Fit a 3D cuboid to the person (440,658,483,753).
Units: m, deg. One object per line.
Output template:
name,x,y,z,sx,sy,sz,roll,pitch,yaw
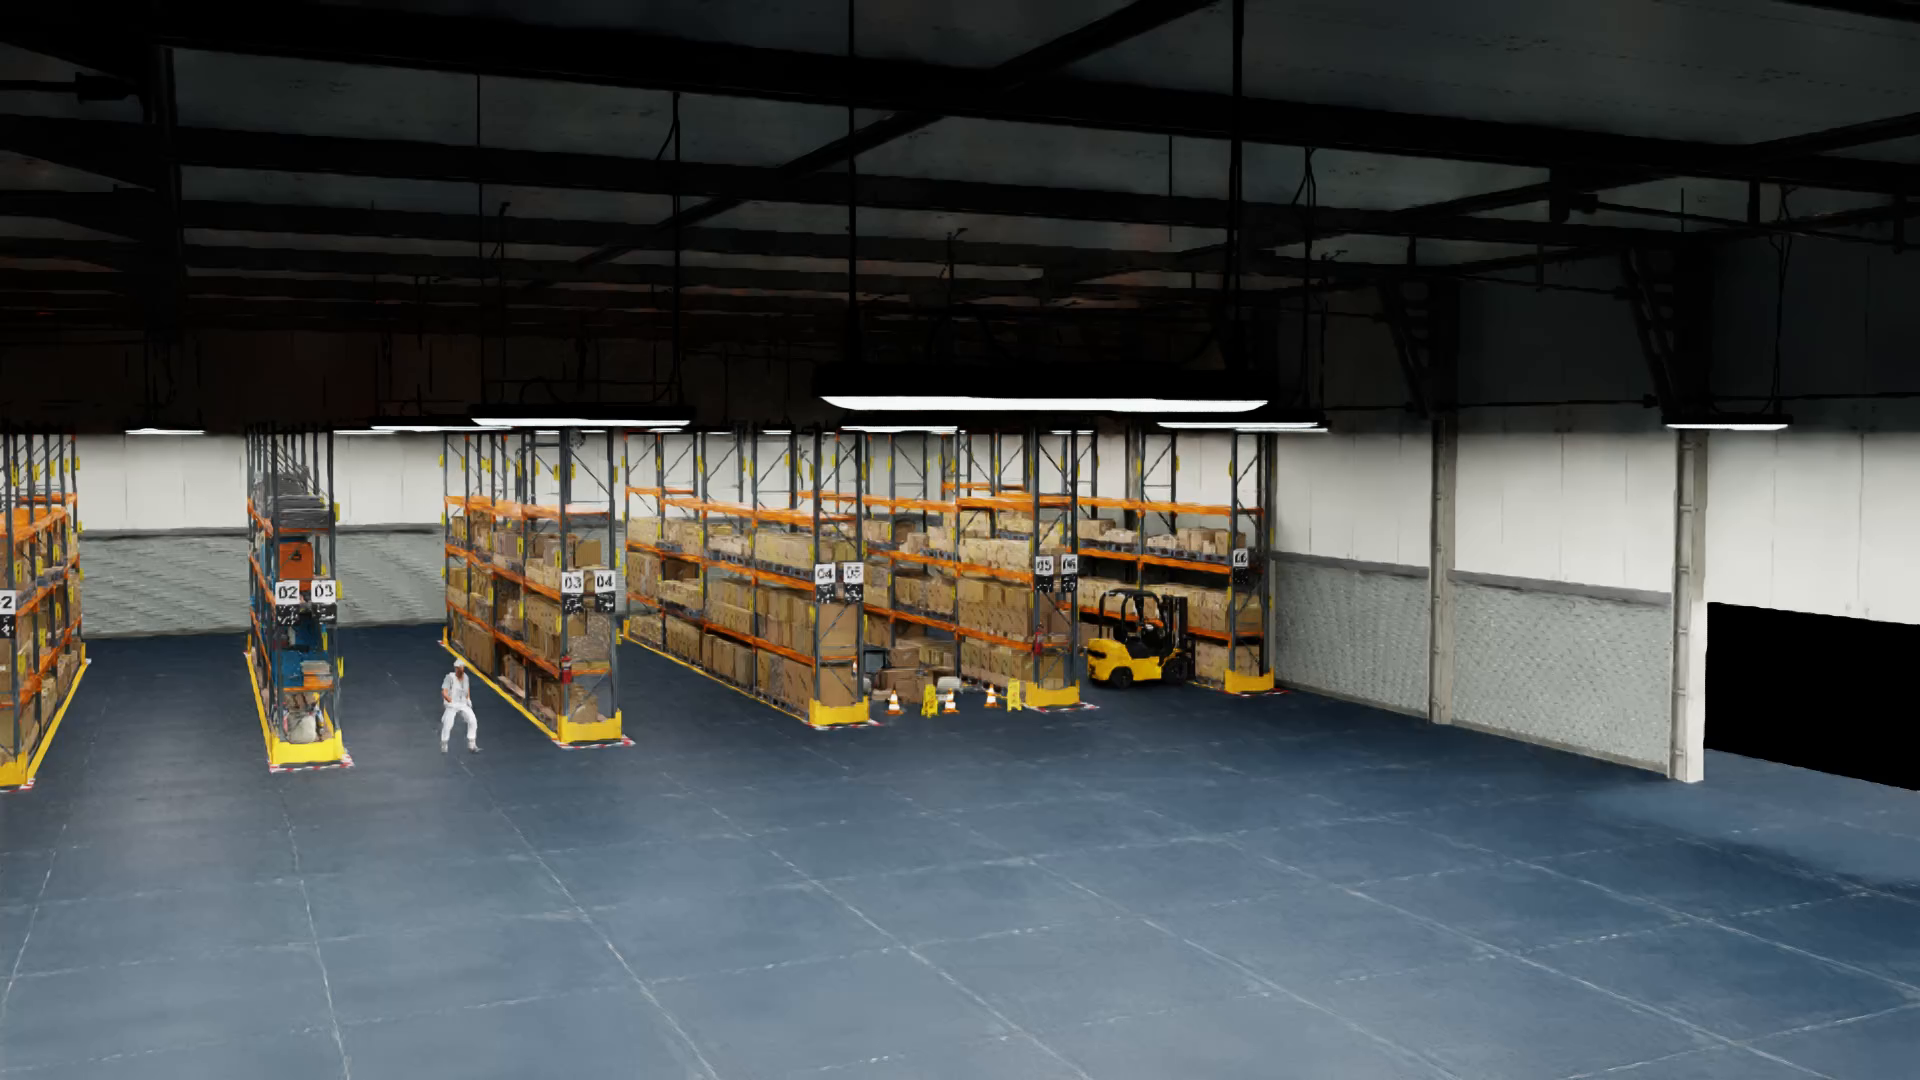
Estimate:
person,-9.030,2.980,29.900,0.751,1.731,0.673,3,5,44
